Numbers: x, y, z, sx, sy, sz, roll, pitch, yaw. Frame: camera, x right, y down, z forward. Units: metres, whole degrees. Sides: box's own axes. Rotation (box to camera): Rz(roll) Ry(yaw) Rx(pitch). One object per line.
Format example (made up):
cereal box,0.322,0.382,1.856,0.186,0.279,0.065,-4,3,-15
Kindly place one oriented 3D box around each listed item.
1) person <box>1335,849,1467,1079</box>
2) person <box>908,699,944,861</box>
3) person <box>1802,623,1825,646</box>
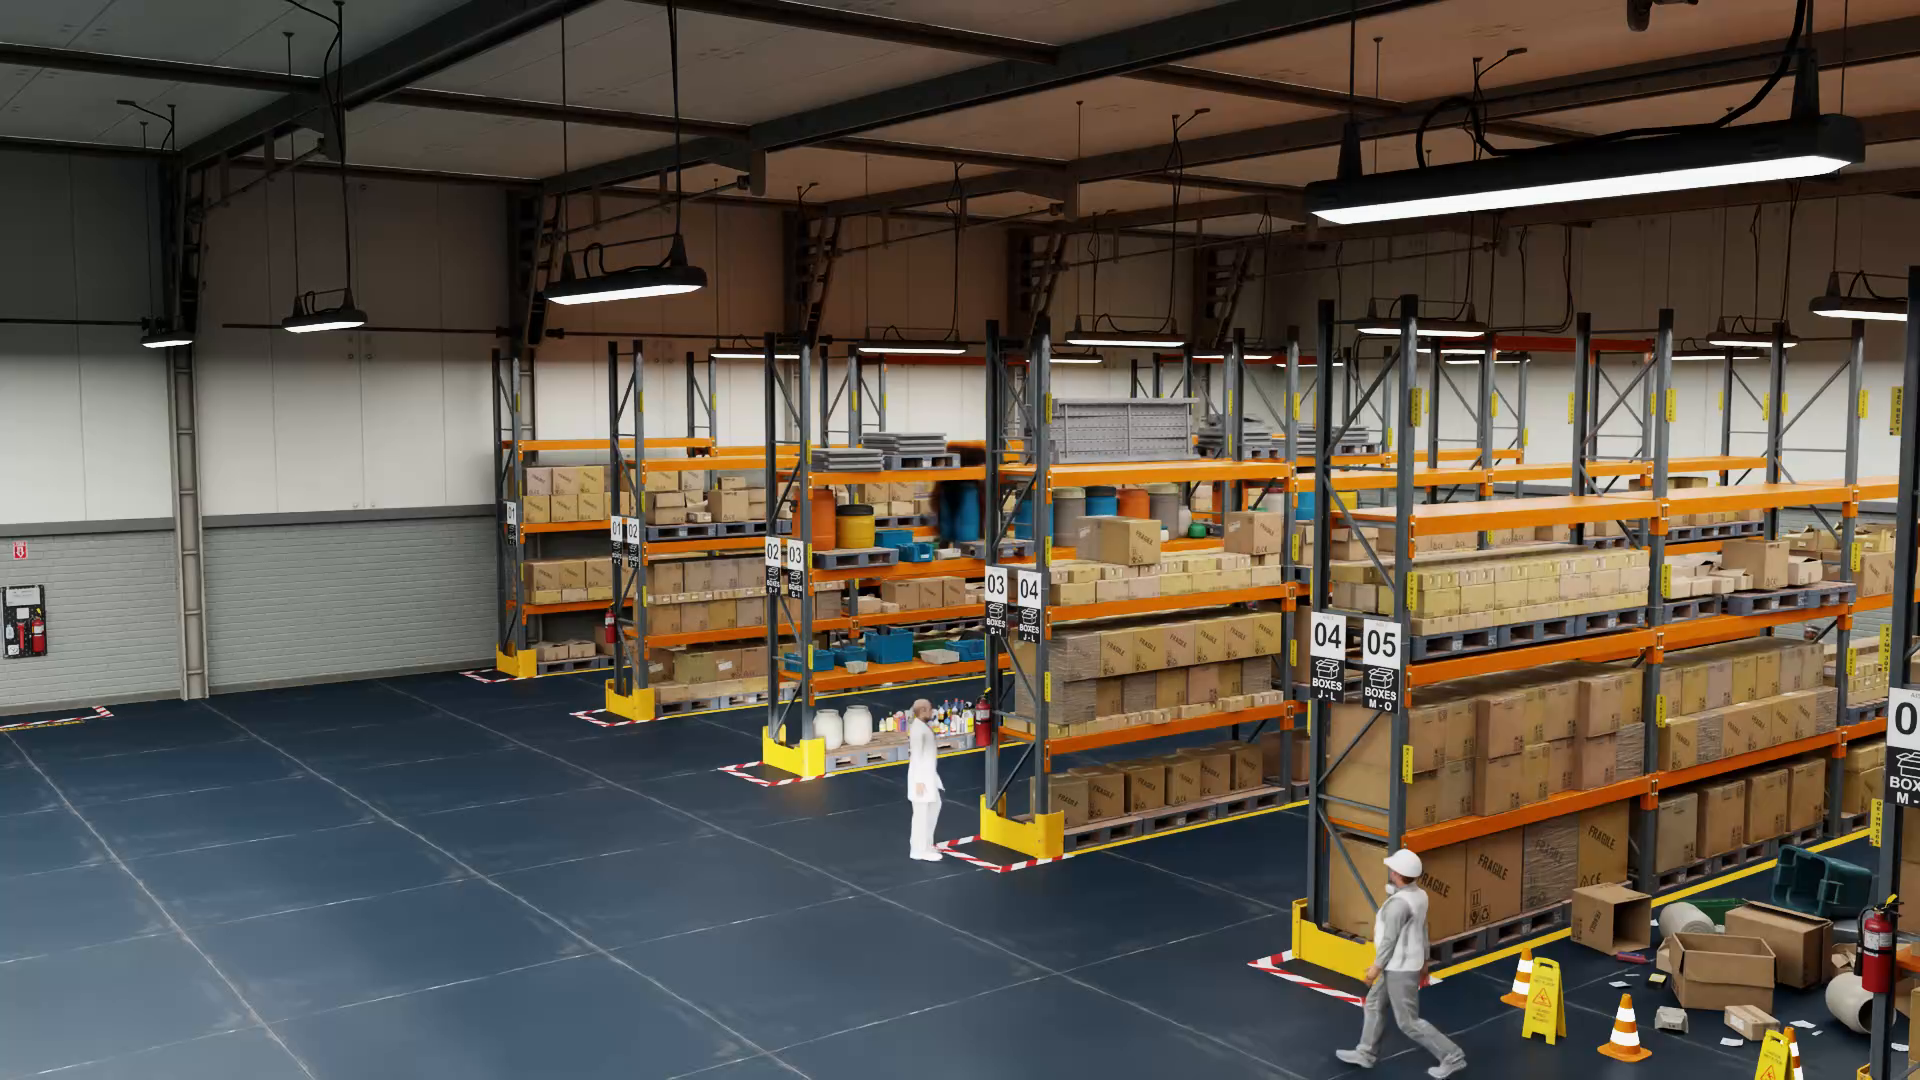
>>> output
person,3.330,3.195,12.531,0.982,1.747,0.505,2,5,18
person,-0.378,2.677,18.484,0.395,1.827,0.651,1,5,6
person,13.126,2.085,25.678,0.951,1.638,0.428,-5,7,-42
